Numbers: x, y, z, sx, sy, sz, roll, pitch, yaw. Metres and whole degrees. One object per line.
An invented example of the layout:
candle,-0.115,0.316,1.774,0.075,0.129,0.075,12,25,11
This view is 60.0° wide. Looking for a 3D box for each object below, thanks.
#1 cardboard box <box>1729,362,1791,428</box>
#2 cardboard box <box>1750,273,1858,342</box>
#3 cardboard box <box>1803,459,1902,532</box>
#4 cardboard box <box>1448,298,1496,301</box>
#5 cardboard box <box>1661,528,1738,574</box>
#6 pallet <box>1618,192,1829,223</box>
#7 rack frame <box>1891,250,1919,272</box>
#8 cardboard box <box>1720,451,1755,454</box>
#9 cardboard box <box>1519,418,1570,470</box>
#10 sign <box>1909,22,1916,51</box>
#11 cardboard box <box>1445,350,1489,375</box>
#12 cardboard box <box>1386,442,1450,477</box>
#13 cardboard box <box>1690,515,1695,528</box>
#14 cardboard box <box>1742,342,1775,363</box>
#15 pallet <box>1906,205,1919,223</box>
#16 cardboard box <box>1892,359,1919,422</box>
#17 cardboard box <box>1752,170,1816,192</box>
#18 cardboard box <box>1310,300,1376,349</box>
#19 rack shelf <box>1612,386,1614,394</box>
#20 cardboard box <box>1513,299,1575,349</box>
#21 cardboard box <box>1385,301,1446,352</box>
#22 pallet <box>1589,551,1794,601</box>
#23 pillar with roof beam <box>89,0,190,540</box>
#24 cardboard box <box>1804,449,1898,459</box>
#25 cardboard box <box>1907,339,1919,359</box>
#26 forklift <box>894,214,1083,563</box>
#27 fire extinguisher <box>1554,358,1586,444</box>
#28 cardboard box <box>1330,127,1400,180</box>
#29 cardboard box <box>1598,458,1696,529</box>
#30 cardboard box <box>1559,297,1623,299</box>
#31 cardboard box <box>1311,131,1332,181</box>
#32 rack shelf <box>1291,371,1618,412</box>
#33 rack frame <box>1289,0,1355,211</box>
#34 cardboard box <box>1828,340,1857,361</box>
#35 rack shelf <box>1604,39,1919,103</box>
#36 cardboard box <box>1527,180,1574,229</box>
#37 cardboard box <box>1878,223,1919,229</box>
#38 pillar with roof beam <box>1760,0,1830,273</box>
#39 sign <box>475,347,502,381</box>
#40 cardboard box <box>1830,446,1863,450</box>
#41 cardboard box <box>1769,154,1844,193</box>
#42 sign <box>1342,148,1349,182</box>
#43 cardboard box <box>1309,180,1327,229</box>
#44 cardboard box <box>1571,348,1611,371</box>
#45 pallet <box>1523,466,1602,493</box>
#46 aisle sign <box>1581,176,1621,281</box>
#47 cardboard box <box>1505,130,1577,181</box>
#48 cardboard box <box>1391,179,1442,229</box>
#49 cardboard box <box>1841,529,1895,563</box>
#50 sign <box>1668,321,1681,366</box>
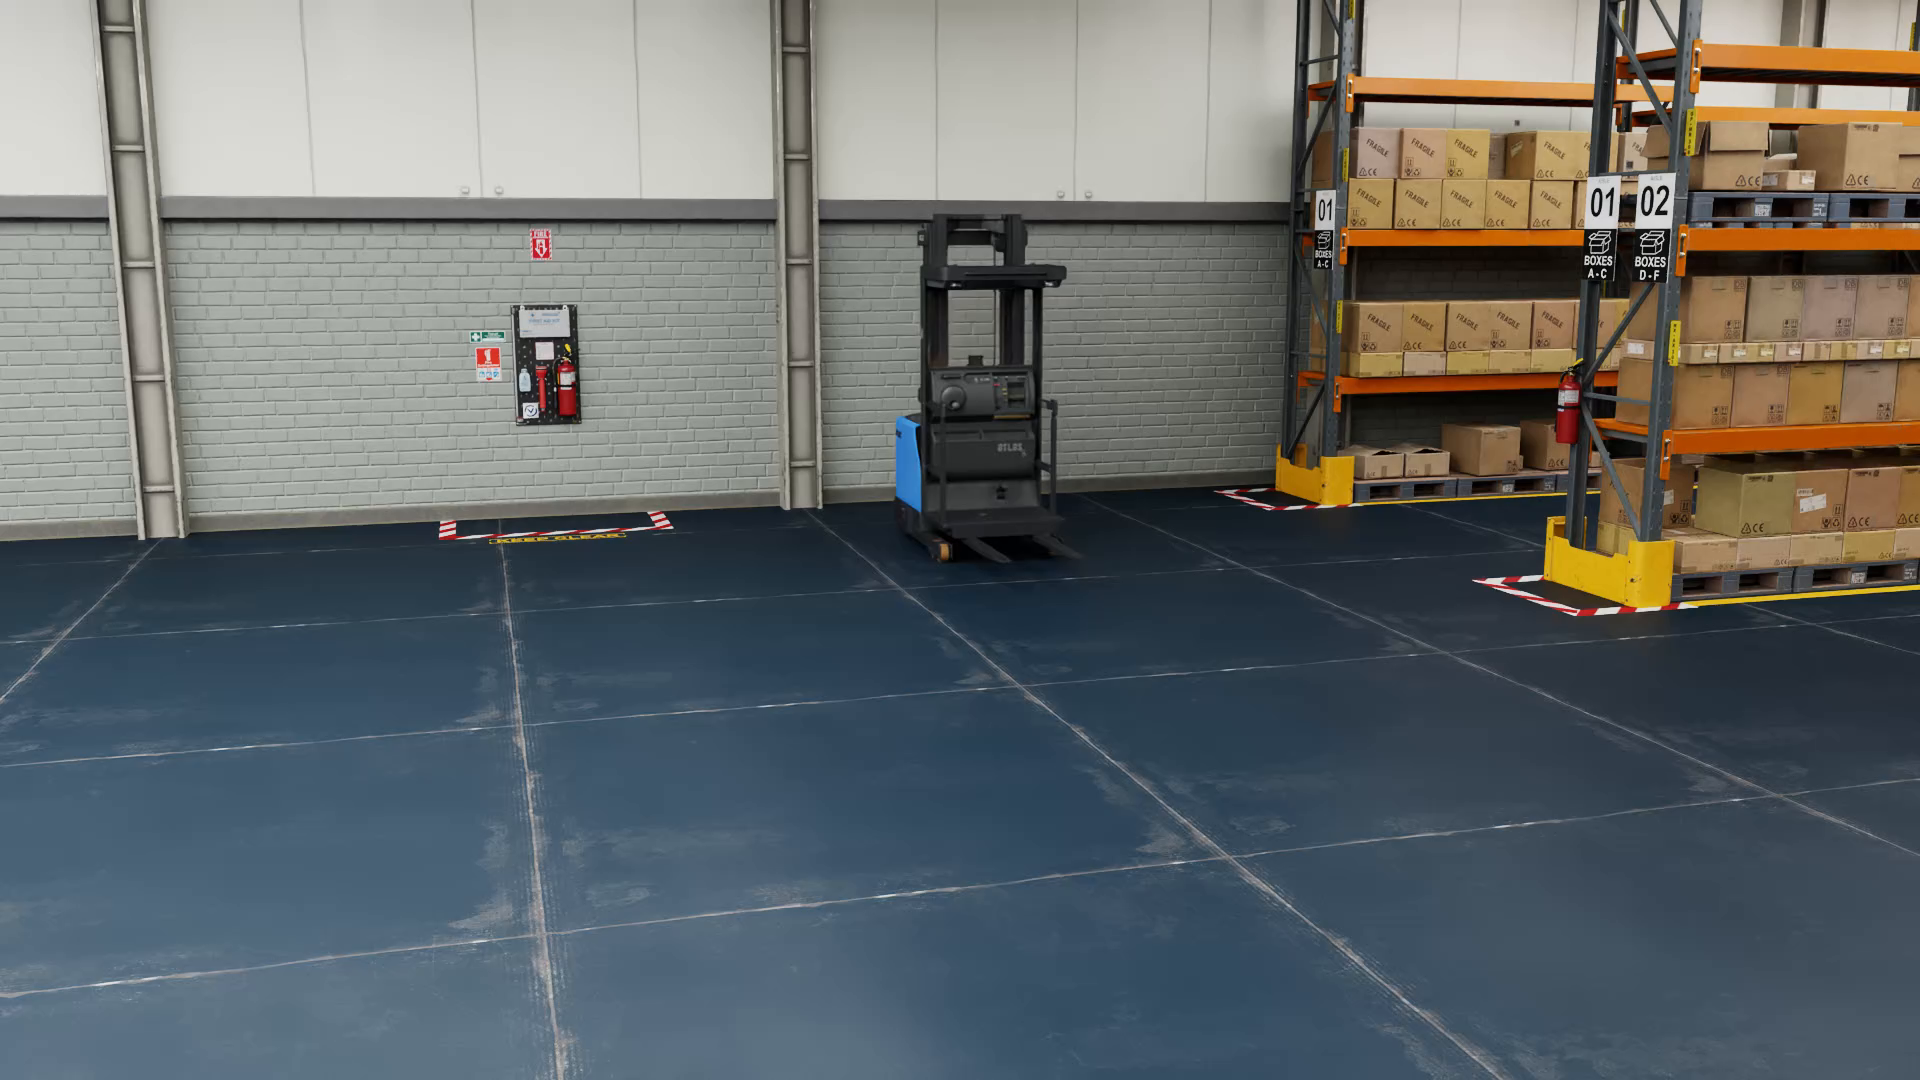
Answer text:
cardboard box,6.041,-1.172,13.056,0.500,0.500,0.700,-3,11,-14
cardboard box,6.576,-1.839,13.094,0.500,0.500,0.700,-3,11,-16
cardboard box,7.104,-0.361,13.290,0.500,0.500,0.500,-3,11,-16
cardboard box,5.556,-2.377,18.165,0.500,0.500,0.500,-3,11,-15
cardboard box,5.663,0.083,12.949,0.500,0.250,0.500,-3,11,-16
pallet,5.772,-2.537,12.707,1.213,0.211,1.003,-3,11,-16
rack frame,11.379,-2.340,19.676,0.127,3.000,1.000,-3,11,-16
cardboard box,8.723,-1.200,19.170,0.500,0.500,0.700,-3,11,-17
cardboard box,6.553,-1.065,18.440,0.500,0.500,0.500,-4,11,-20
sign,11.221,-5.924,19.557,0.005,0.325,0.100,-3,11,-16
cardboard box,5.241,-1.894,17.614,0.500,0.250,0.500,-3,11,-17
cardboard box,4.935,-0.877,17.942,0.500,0.311,0.500,-2,11,-11
cardboard box,5.995,-0.034,13.586,0.500,0.250,0.500,-3,11,-16
cardboard box,6.016,-1.451,12.779,0.250,0.149,0.380,-3,11,-16
pallet,8.115,-2.661,13.377,1.213,0.211,1.003,-3,11,-16
cardboard box,7.515,-1.250,13.477,0.500,0.500,0.700,-3,11,-15
cardboard box,6.265,-2.730,12.658,0.250,0.149,0.380,-3,11,-16
cardboard box,4.091,-2.301,17.751,0.500,0.500,0.500,-3,11,-17
rack shelf,9.459,-1.885,19.191,4.000,0.370,1.077,-3,11,-16
cardboard box,6.207,-2.315,17.827,0.500,0.500,0.500,-3,11,-18
cardboard box,4.718,-2.235,17.395,0.500,0.500,0.500,-3,11,-16
pallet,5.809,0.251,13.302,1.213,0.211,1.003,-3,11,-16
pillar with roof beam,-6.190,-3.716,10.579,0.400,9.000,9.100,-3,11,-16
cardboard box,7.434,-0.480,13.936,0.500,0.500,0.500,-3,11,-16
cardboard box,7.506,-1.530,13.207,0.250,0.149,0.380,-3,11,-14
forklift,0.259,-1.328,14.370,1.130,2.935,3.031,-3,11,-15
fire extinguisher,4.843,-1.111,13.213,0.183,0.674,0.296,-3,11,-16
cardboard box,4.136,-3.938,16.981,0.500,0.500,0.500,-4,11,-20
cardboard box,5.518,-0.376,13.372,0.500,0.500,0.500,-3,11,-16
cardboard box,7.029,-2.455,18.588,0.500,0.500,0.500,-3,11,-17
cardboard box,4.039,-4.028,17.469,0.500,0.500,0.500,-3,11,-13
rack shelf,5.618,-1.683,18.092,4.000,0.370,1.077,-3,11,-16
rack frame,3.698,-4.886,16.934,0.127,3.000,1.000,-3,11,-16
cardboard box,6.759,-1.490,12.993,0.250,0.149,0.380,-3,11,-17
rack shelf,7.006,-3.575,12.908,4.000,0.370,1.077,-3,11,-16
cardboard box,6.112,-3.545,17.607,0.500,0.500,0.500,-3,11,-18
cardboard box,10.763,-3.698,18.958,0.500,0.311,0.500,-3,11,-16
pillar with roof beam,11.092,-4.627,15.527,0.400,9.000,9.100,-3,11,-16
sign,-4.576,-1.706,16.136,0.234,0.329,0.001,-3,11,-16
cardboard box,10.175,-1.276,19.583,0.500,0.500,0.700,-3,11,-16
cardboard box,6.652,-2.913,13.204,0.500,0.311,0.500,-2,11,-9
sign,3.850,-3.746,16.614,0.005,0.325,0.100,-3,11,-16
cardboard box,4.028,-3.535,17.548,0.500,0.500,0.500,-2,11,-12
cardboard box,6.688,-1.973,18.043,0.500,0.250,0.500,-3,11,-16
pallet,6.904,-0.726,18.611,1.213,0.211,1.003,-3,11,-16
aisle sign,4.941,-2.400,12.824,0.004,0.787,0.394,-3,11,-16
cardboard box,6.112,-4.033,17.496,0.500,0.500,0.500,-3,11,-18
cardboard box,4.615,-3.464,17.164,0.500,0.500,0.500,-2,11,-12
cardboard box,7.104,0.007,13.359,0.500,0.250,0.500,-3,11,-16
sign,5.236,-1.442,12.189,0.005,0.325,0.100,-3,11,-16
